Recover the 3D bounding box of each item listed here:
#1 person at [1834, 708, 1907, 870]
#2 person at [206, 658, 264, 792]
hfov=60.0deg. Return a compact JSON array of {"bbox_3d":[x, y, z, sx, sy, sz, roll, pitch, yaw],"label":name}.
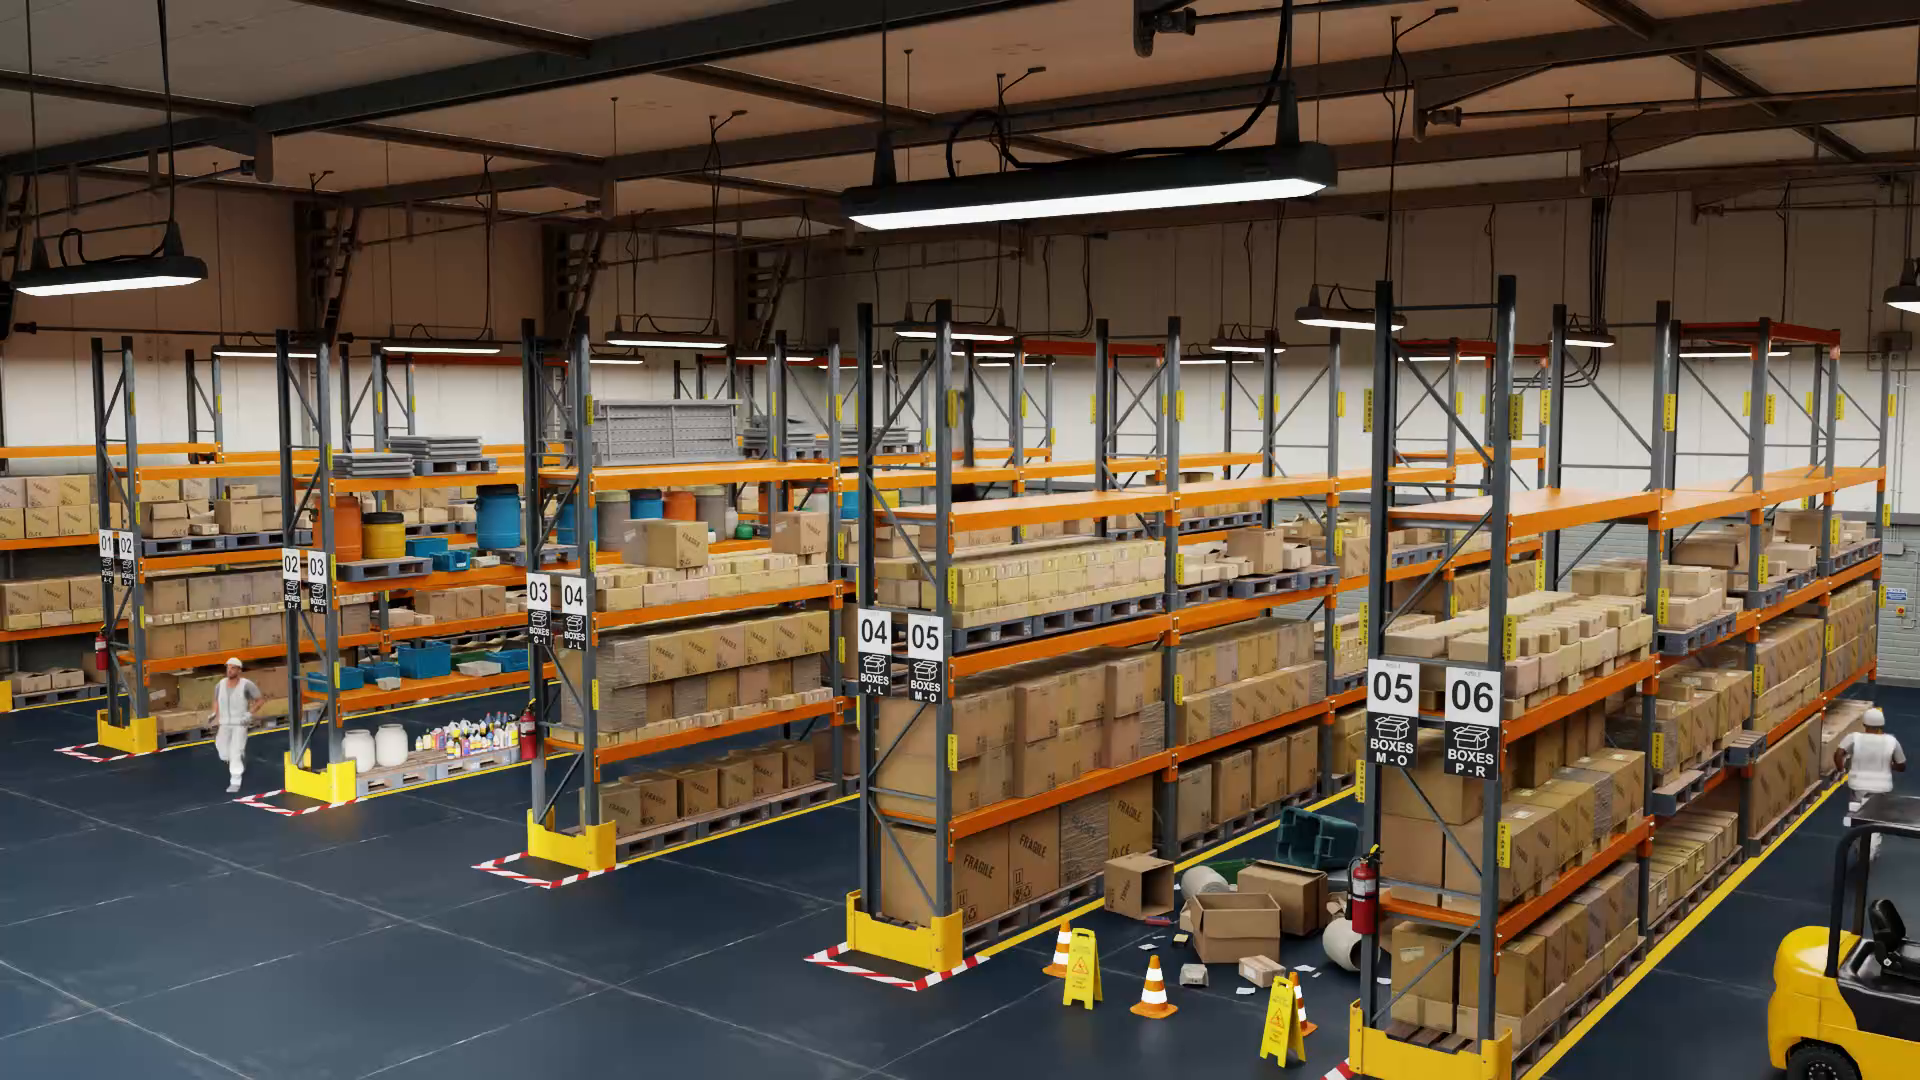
[{"bbox_3d":[9.806,2.717,17.931,0.681,1.807,0.985,3,6,32],"label":"person"},{"bbox_3d":[-9.491,2.404,21.836,0.658,1.742,0.632,0,5,1],"label":"person"}]
